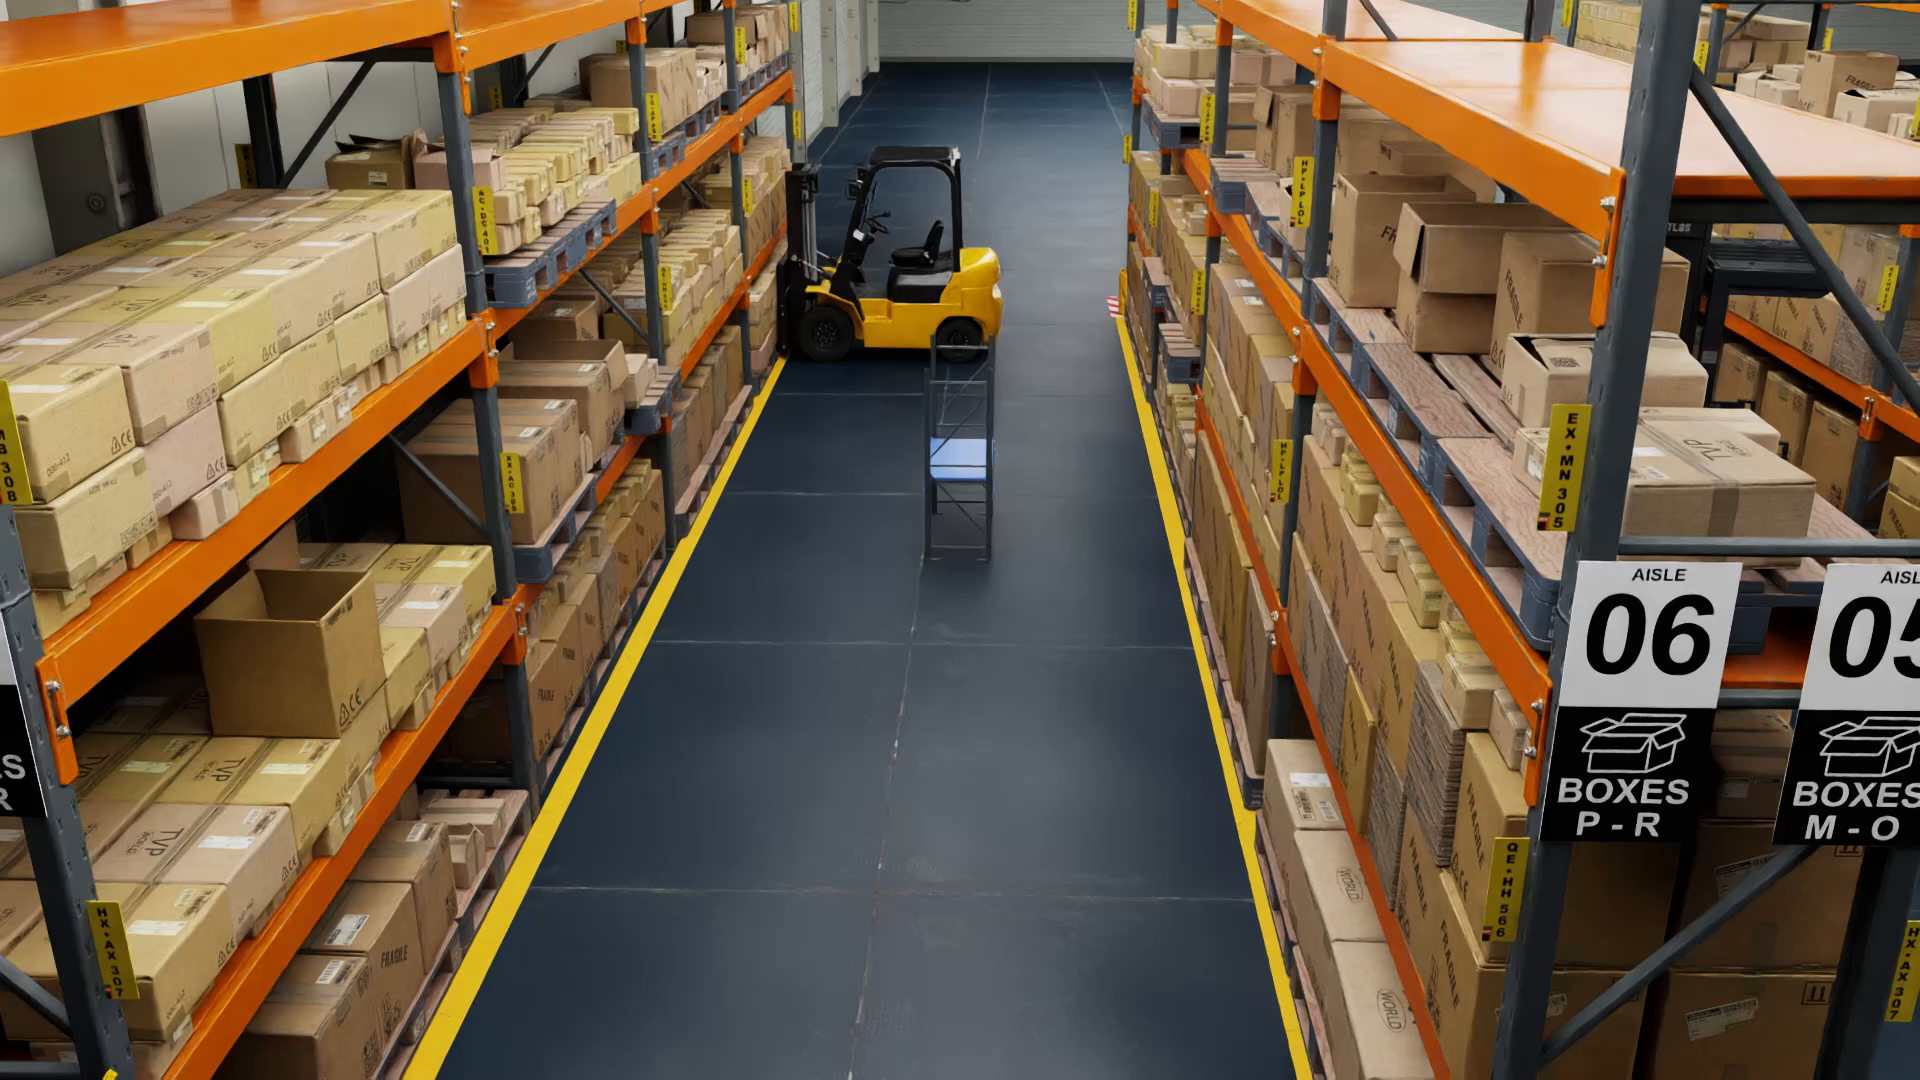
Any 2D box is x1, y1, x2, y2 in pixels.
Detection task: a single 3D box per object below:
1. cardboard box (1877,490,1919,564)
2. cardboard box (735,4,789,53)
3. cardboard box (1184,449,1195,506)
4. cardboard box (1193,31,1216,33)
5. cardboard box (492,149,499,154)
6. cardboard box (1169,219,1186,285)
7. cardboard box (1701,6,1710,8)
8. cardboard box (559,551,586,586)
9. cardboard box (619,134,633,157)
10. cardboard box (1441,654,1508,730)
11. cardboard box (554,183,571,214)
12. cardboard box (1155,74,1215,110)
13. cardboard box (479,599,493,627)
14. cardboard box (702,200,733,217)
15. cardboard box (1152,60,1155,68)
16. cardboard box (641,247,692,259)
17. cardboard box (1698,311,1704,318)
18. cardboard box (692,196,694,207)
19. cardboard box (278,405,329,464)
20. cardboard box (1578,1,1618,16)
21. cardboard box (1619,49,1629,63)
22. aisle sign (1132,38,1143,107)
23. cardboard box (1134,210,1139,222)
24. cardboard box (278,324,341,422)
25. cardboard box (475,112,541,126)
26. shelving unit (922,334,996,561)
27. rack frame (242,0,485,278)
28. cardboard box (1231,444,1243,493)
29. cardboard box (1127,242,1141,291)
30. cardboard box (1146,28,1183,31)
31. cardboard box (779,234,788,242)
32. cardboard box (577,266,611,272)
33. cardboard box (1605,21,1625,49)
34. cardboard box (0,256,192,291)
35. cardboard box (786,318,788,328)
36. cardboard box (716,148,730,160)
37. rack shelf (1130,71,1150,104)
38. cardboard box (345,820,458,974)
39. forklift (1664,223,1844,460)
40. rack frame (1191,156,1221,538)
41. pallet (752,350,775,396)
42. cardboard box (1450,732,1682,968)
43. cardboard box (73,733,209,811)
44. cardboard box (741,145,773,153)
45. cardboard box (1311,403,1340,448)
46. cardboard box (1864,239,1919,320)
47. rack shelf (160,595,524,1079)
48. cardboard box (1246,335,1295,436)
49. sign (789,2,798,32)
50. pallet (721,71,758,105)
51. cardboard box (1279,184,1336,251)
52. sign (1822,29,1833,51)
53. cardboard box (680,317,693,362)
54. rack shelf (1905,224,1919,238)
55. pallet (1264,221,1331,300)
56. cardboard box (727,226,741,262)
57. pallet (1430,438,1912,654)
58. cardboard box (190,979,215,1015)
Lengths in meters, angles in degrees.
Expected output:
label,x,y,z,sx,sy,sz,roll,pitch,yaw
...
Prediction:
label,x,y,z,sx,sy,sz,roll,pitch,yaw
cardboard box,6.941,-0.041,11.864,0.500,0.500,0.500,0,21,-1
cardboard box,-2.221,-5.752,18.704,0.500,0.500,0.500,1,21,3
cardboard box,2.294,-0.457,13.111,0.950,0.372,0.625,-1,21,-2
cardboard box,2.685,-5.337,17.735,0.380,0.149,0.250,1,21,2
cardboard box,-2.833,-2.128,9.436,0.380,0.149,0.250,1,21,2
cardboard box,2.039,-2.397,13.930,0.500,0.500,0.500,0,21,-1
cardboard box,7.758,-5.559,17.590,0.380,0.149,0.250,1,21,2
cardboard box,-2.563,0.179,10.400,0.380,0.149,0.250,1,21,4
cardboard box,-2.465,-2.719,11.398,0.380,0.149,0.250,1,21,3
cardboard box,1.741,0.477,5.235,0.380,0.149,0.250,0,21,1
cardboard box,-2.381,-1.885,9.223,0.380,0.149,0.250,0,21,1
cardboard box,1.955,-3.862,14.316,0.500,0.250,0.500,0,21,1
cardboard box,-2.574,0.346,8.337,0.380,0.149,0.250,1,21,2
cardboard box,-2.301,-3.243,16.204,0.380,0.149,0.250,0,21,1
cardboard box,2.147,-4.541,16.234,0.500,0.250,0.500,0,21,1
cardboard box,-2.451,-2.358,13.924,0.380,0.149,0.250,1,21,2
cardboard box,7.428,-2.142,16.759,0.875,0.875,0.875,1,21,2
cardboard box,-2.847,-3.340,16.456,0.380,0.149,0.250,0,21,0
cardboard box,-2.552,-0.390,6.087,0.380,0.149,0.250,1,21,2
cardboard box,7.133,-5.935,18.557,0.380,0.149,0.250,1,21,2
cardboard box,7.085,-5.011,17.279,0.380,0.149,0.250,1,21,2
aisle sign,2.202,-5.412,19.237,0.394,0.787,0.004,1,21,2
cardboard box,2.156,-3.659,18.660,0.380,0.149,0.250,1,21,2
cardboard box,-2.636,-0.623,6.138,0.500,0.250,0.500,0,21,1
cardboard box,-3.019,-2.767,11.111,0.380,0.149,0.250,1,21,2
shelving unit,0.003,-0.730,12.837,0.538,1.500,1.048,1,21,2
rack frame,-2.817,-2.686,7.510,1.000,3.000,0.127,1,21,2
cardboard box,1.969,-0.484,10.336,0.500,0.250,0.500,1,21,2
cardboard box,2.209,-3.141,19.160,0.500,0.500,0.500,0,21,0
cardboard box,2.234,-5.520,18.207,0.380,0.149,0.250,1,21,2
cardboard box,-2.154,-3.438,19.580,0.500,0.250,0.500,1,21,3
cardboard box,-2.984,-2.082,13.214,0.380,0.149,0.250,0,21,1
cardboard box,7.161,-5.328,17.545,0.500,0.250,0.500,0,21,1
cardboard box,-3.140,-0.862,6.061,0.500,0.250,0.500,1,21,2
cardboard box,-2.192,-2.420,18.339,0.500,0.250,0.500,1,21,3
cardboard box,-2.716,-4.221,18.316,0.380,0.149,0.250,1,21,3
rack shelf,2.449,-4.514,17.364,1.077,0.370,4.000,1,21,2
cardboard box,-2.728,1.623,7.574,0.700,0.500,0.500,0,21,0
forklift,5.241,-0.946,11.414,3.031,2.935,1.130,5,22,12
rack frame,2.267,-1.282,12.186,1.000,3.000,0.127,1,21,2
pallet,-2.507,-1.768,17.295,1.003,0.211,1.213,1,21,2
cardboard box,1.800,0.921,4.988,0.500,0.500,0.500,1,21,3
cardboard box,-3.153,0.954,6.219,0.500,0.250,0.500,1,21,3
cardboard box,-2.291,-4.310,18.544,0.380,0.149,0.250,1,21,2
cardboard box,1.876,-0.539,7.855,0.380,0.149,0.250,0,21,1
cardboard box,7.241,-1.939,12.359,0.700,0.500,0.500,1,21,1
rack shelf,-2.877,1.170,6.862,1.077,0.370,4.000,1,21,2
cardboard box,1.951,-0.883,9.637,0.500,0.500,0.500,1,21,3
sign,-1.910,-5.991,19.061,0.100,0.325,0.005,1,21,2
pallet,-2.573,-4.447,16.319,1.003,0.211,1.213,1,21,2
cardboard box,1.962,-1.709,8.683,0.500,0.311,0.500,1,21,2
sign,7.882,-4.494,15.168,0.100,0.325,0.005,1,21,2
cardboard box,-2.417,-1.605,13.225,0.500,0.250,0.500,0,21,0
rack shelf,7.157,-1.604,9.863,1.077,0.370,4.000,1,21,2
pallet,2.124,-1.477,8.806,0.805,0.209,1.217,0,21,-1
cardboard box,-2.333,-2.764,15.522,0.500,0.250,0.500,0,21,0
pallet,2.035,-0.015,4.896,1.003,0.211,1.213,1,21,2
cardboard box,-2.692,1.466,5.450,0.380,0.149,0.250,1,21,3
